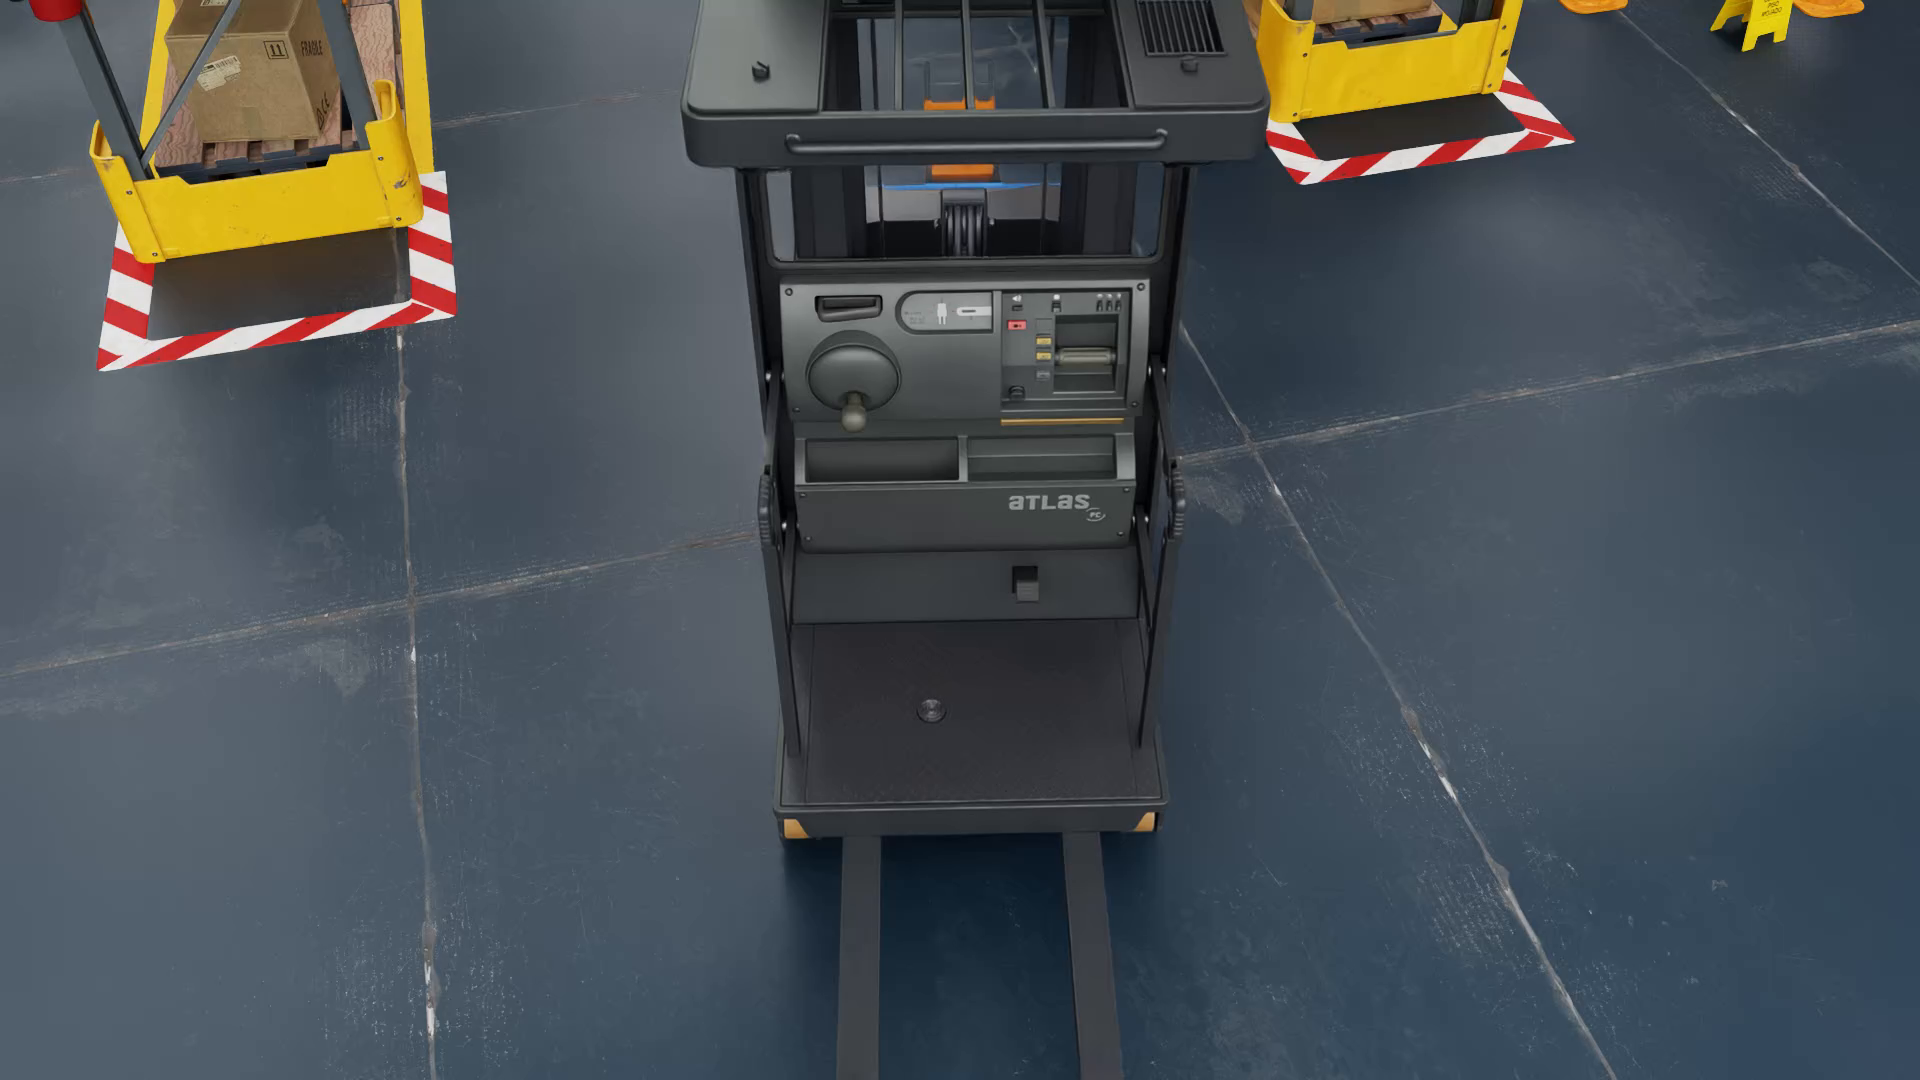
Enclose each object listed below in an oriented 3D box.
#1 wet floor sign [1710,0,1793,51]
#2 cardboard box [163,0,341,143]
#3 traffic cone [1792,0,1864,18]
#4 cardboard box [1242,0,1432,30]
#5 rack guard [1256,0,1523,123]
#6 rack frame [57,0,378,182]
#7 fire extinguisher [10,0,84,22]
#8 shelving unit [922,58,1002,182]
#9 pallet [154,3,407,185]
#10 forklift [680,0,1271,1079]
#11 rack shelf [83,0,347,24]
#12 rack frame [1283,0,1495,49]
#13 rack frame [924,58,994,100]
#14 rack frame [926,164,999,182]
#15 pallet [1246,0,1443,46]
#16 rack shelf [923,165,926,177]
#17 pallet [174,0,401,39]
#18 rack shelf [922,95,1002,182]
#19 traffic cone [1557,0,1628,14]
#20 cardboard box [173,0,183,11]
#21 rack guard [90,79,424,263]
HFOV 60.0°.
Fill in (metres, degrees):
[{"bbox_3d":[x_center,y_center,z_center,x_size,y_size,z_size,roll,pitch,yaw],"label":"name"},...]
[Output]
[{"bbox_3d":[3.874,-2.710,7.954,0.267,0.644,0.232,-18,48,-17],"label":"wet floor sign"},{"bbox_3d":[-3.012,-2.061,7.126,0.500,0.500,0.500,-3,46,-3],"label":"cardboard box"},{"bbox_3d":[4.368,-2.902,8.270,0.336,0.463,0.334,-11,47,-10],"label":"traffic cone"},{"bbox_3d":[1.715,-3.051,7.834,0.875,0.875,0.875,-10,47,-10],"label":"cardboard box"},{"bbox_3d":[1.958,-2.300,7.654,1.175,0.500,0.348,-11,47,-10],"label":"rack guard"},{"bbox_3d":[-2.868,-2.355,5.958,1.000,3.000,0.127,-11,47,-10],"label":"rack frame"},{"bbox_3d":[-3.284,-2.165,5.825,0.296,0.674,0.183,-11,47,-10],"label":"fire extinguisher"},{"bbox_3d":[0.002,-1.046,5.935,0.258,1.200,0.503,-1,46,-1],"label":"shelving unit"},{"bbox_3d":[-3.062,-1.999,7.561,1.003,0.211,1.213,-11,47,-10],"label":"pallet"},{"bbox_3d":[0.021,-0.385,4.075,1.130,2.935,3.031,-1,46,-1],"label":"forklift"},{"bbox_3d":[-3.380,-3.484,7.568,1.077,0.370,4.000,-11,47,-10],"label":"rack shelf"},{"bbox_3d":[1.952,-3.192,6.778,1.000,3.000,0.127,-11,47,-10],"label":"rack frame"},{"bbox_3d":[-0.004,-1.221,6.106,0.240,1.200,0.015,-1,46,-1],"label":"rack frame"},{"bbox_3d":[0.008,-0.872,5.765,0.240,1.200,0.015,-1,46,-1],"label":"rack frame"},{"bbox_3d":[1.672,-2.754,8.301,1.003,0.211,1.213,-11,47,-10],"label":"pallet"},{"bbox_3d":[0.002,-1.156,5.824,0.258,0.148,0.480,-1,46,-1],"label":"rack shelf"},{"bbox_3d":[-3.370,-2.839,8.385,1.003,0.211,1.213,-11,47,-10],"label":"pallet"},{"bbox_3d":[0.002,-1.321,5.655,0.258,0.148,0.480,-1,46,-1],"label":"rack shelf"},{"bbox_3d":[3.189,-2.930,8.298,0.336,0.463,0.334,-11,47,-10],"label":"traffic cone"},{"bbox_3d":[-3.198,-2.468,7.524,0.500,0.500,0.500,0,46,0],"label":"cardboard box"},{"bbox_3d":[-2.888,-1.532,6.902,1.175,0.500,0.348,-11,47,-10],"label":"rack guard"}]
